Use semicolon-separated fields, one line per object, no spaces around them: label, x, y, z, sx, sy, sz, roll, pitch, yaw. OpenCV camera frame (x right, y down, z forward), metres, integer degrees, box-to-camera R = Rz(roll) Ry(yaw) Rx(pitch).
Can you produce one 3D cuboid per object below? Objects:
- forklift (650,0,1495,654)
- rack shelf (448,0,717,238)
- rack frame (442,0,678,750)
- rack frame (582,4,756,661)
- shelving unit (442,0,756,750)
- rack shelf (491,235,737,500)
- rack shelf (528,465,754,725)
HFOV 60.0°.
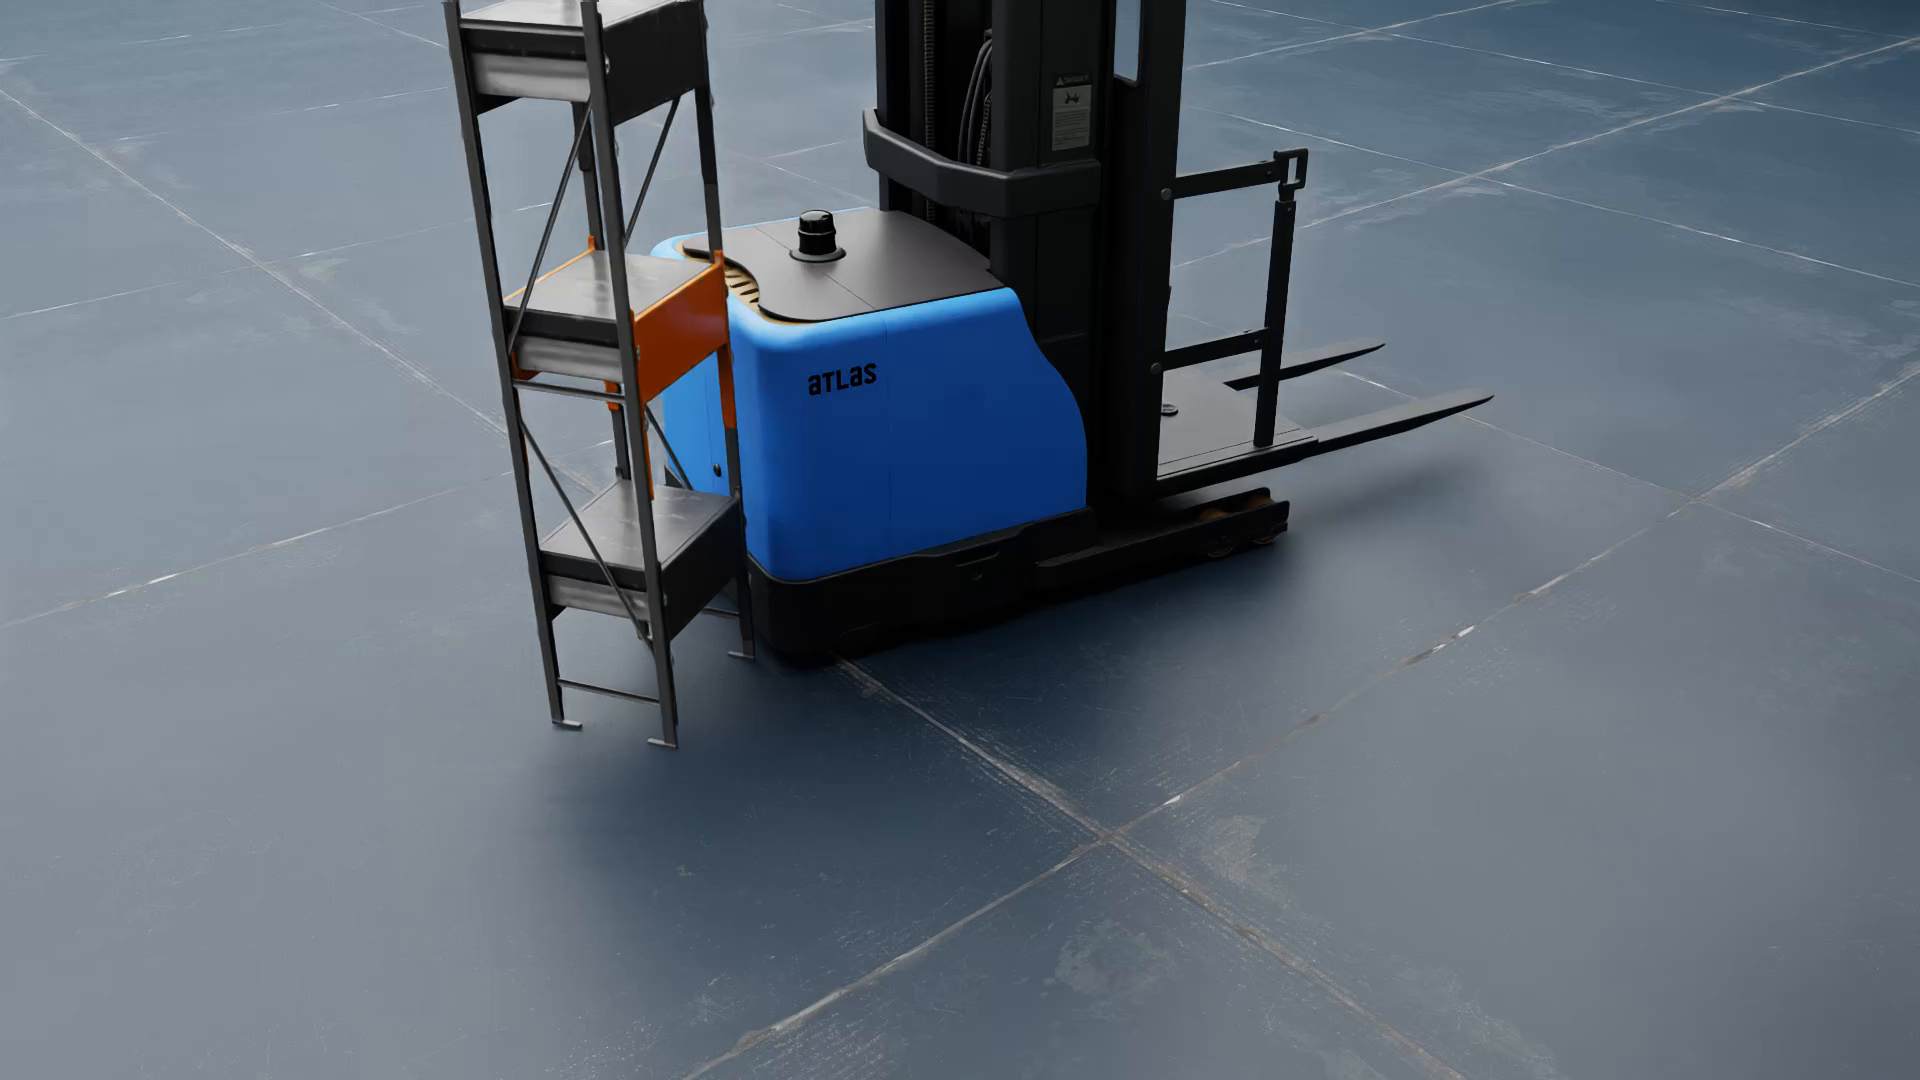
forklift;0.546;-1.436;5.328;3.031;2.935;1.130;-15;31;-25
rack shelf;-0.911;-1.085;4.089;0.431;0.518;0.480;9;30;18
rack frame;-0.989;-0.371;4.213;0.400;2.100;0.015;9;30;18
rack frame;-0.821;-0.590;4.616;0.400;2.100;0.015;9;30;18
shelving unit;-0.905;-0.481;4.414;0.431;2.100;0.503;9;30;18
rack shelf;-0.905;-0.469;4.421;0.431;0.518;0.480;9;30;18
rack shelf;-0.898;0.148;4.753;0.431;0.518;0.480;9;30;18
